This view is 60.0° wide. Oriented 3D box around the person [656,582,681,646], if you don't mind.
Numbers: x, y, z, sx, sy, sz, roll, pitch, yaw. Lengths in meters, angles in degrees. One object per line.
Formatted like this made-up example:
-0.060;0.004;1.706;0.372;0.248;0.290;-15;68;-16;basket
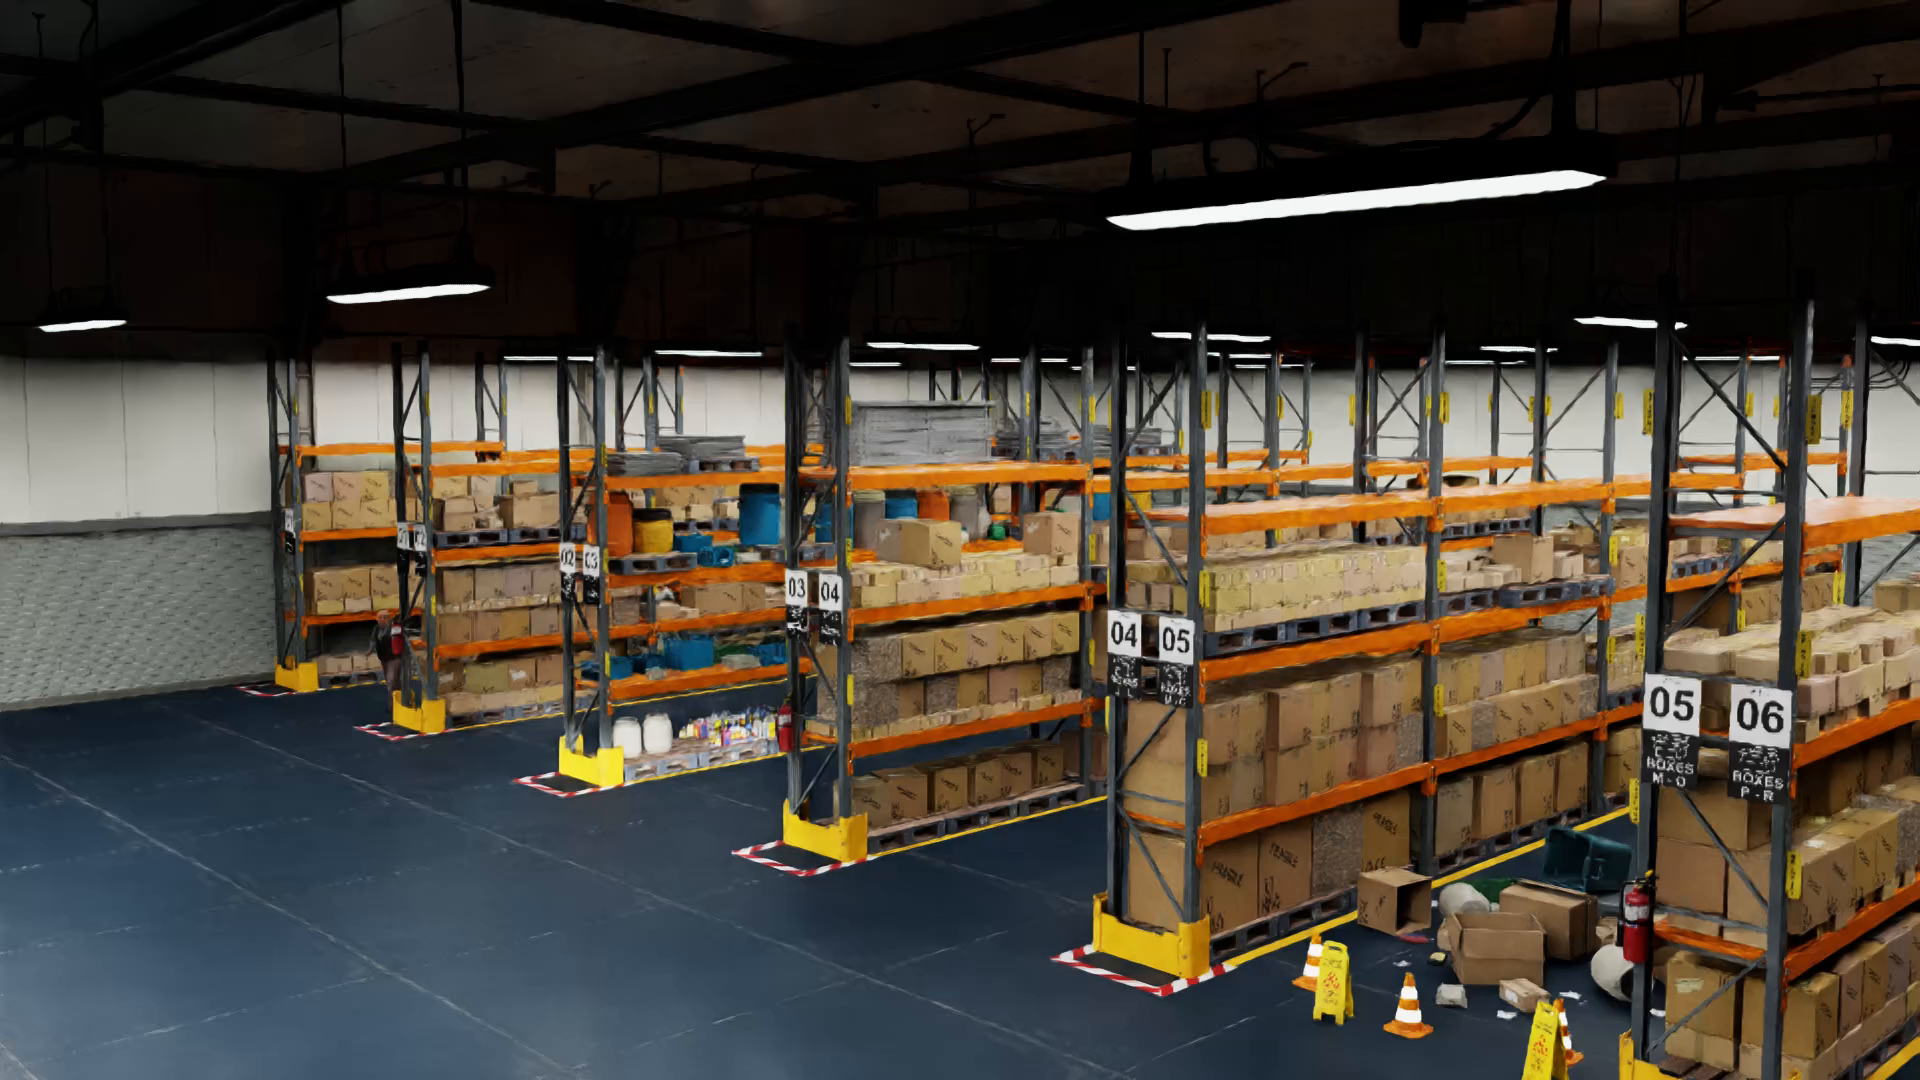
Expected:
-5.902;1.483;33.185;0.466;1.586;1.081;4;6;37;person

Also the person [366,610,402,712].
-9.358;1.963;27.382;0.683;1.662;0.837;3;6;30;person
